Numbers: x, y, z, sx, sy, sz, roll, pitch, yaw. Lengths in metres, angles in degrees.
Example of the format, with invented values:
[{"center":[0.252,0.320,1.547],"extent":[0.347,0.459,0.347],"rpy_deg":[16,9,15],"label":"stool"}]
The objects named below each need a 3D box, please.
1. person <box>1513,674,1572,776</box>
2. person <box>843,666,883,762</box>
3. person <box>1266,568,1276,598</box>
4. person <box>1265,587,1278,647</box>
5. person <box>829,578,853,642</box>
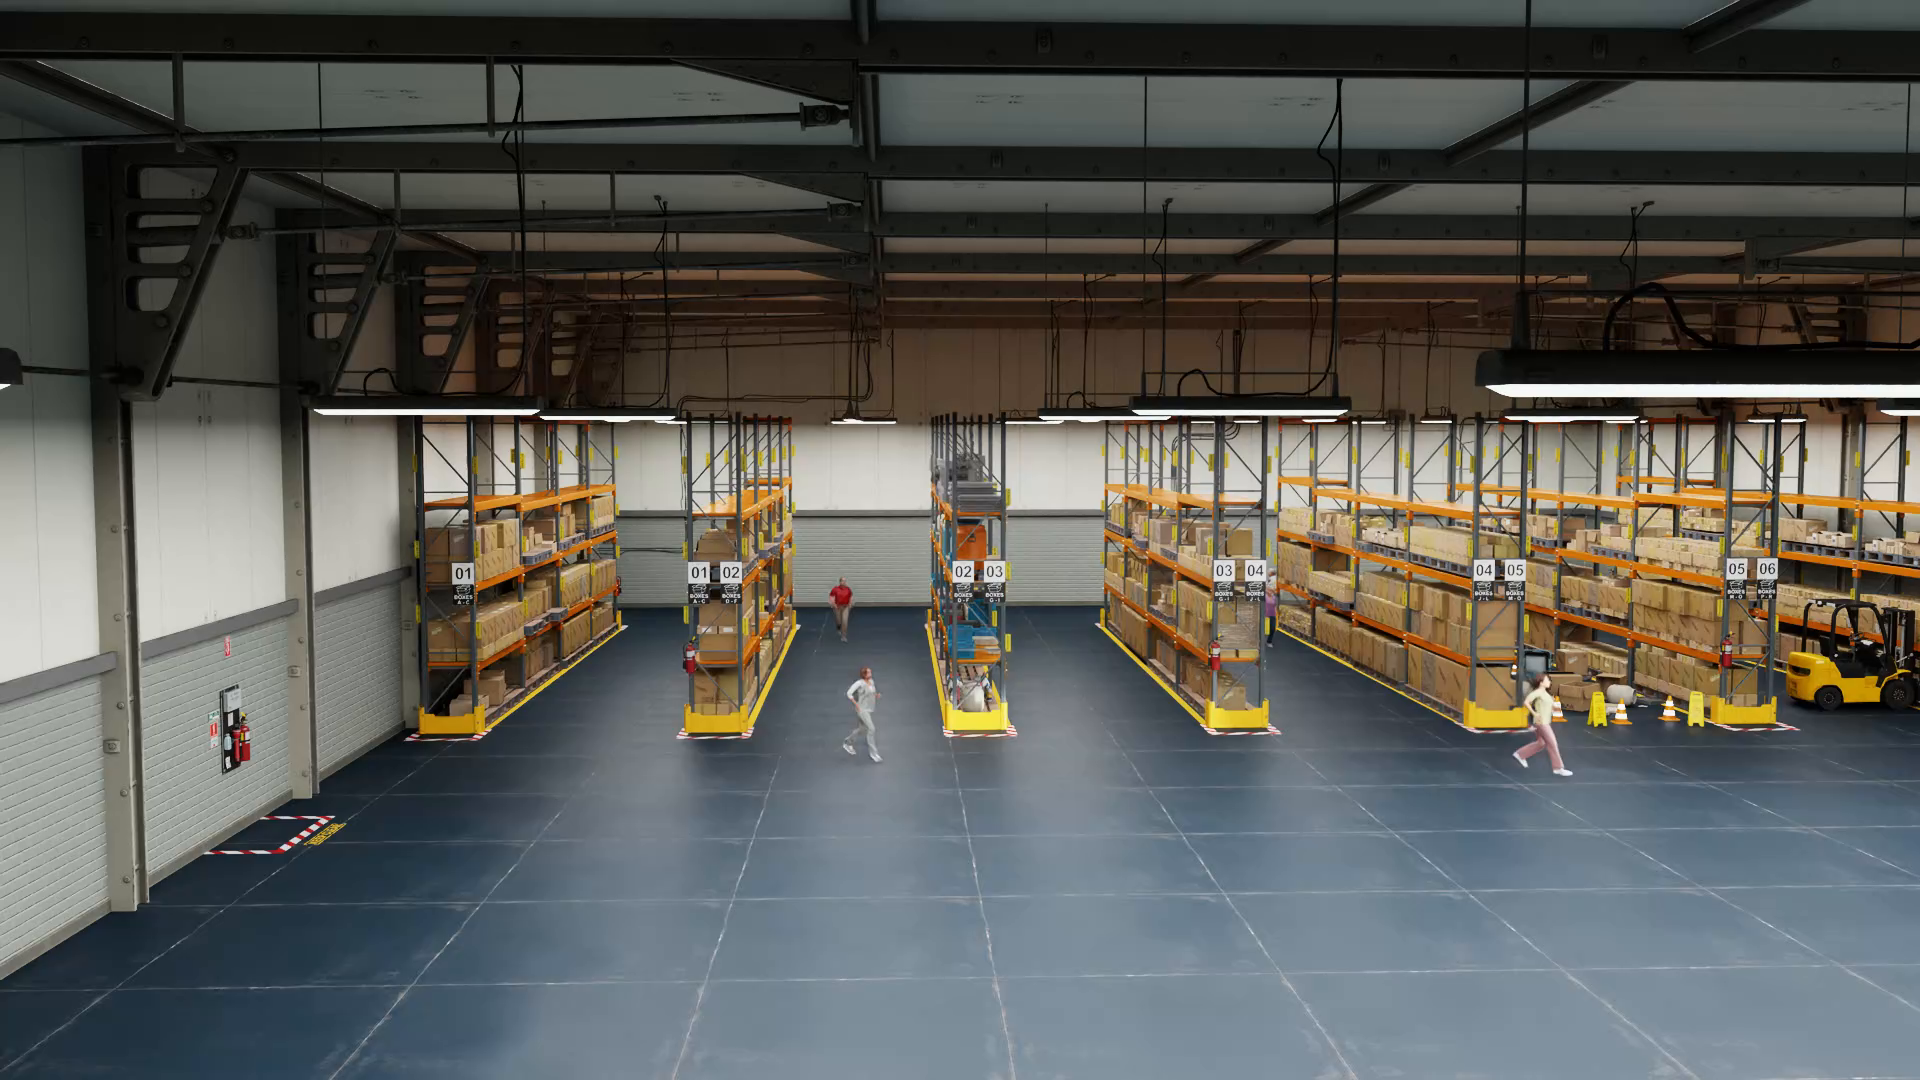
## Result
[{"center":[9.599,3.012,27.372],"extent":[0.977,1.638,0.597],"rpy_deg":[2,5,32],"label":"person"},{"center":[-1.654,2.973,28.626],"extent":[0.810,1.624,0.520],"rpy_deg":[2,4,28],"label":"person"},{"center":[9.134,1.601,48.964],"extent":[0.525,1.590,0.743],"rpy_deg":[-1,4,-10],"label":"person"},{"center":[8.057,2.000,43.399],"extent":[0.536,1.564,0.618],"rpy_deg":[-1,4,-12],"label":"person"},{"center":[-3.173,1.856,44.597],"extent":[0.658,1.704,0.619],"rpy_deg":[-1,4,-14],"label":"person"}]
